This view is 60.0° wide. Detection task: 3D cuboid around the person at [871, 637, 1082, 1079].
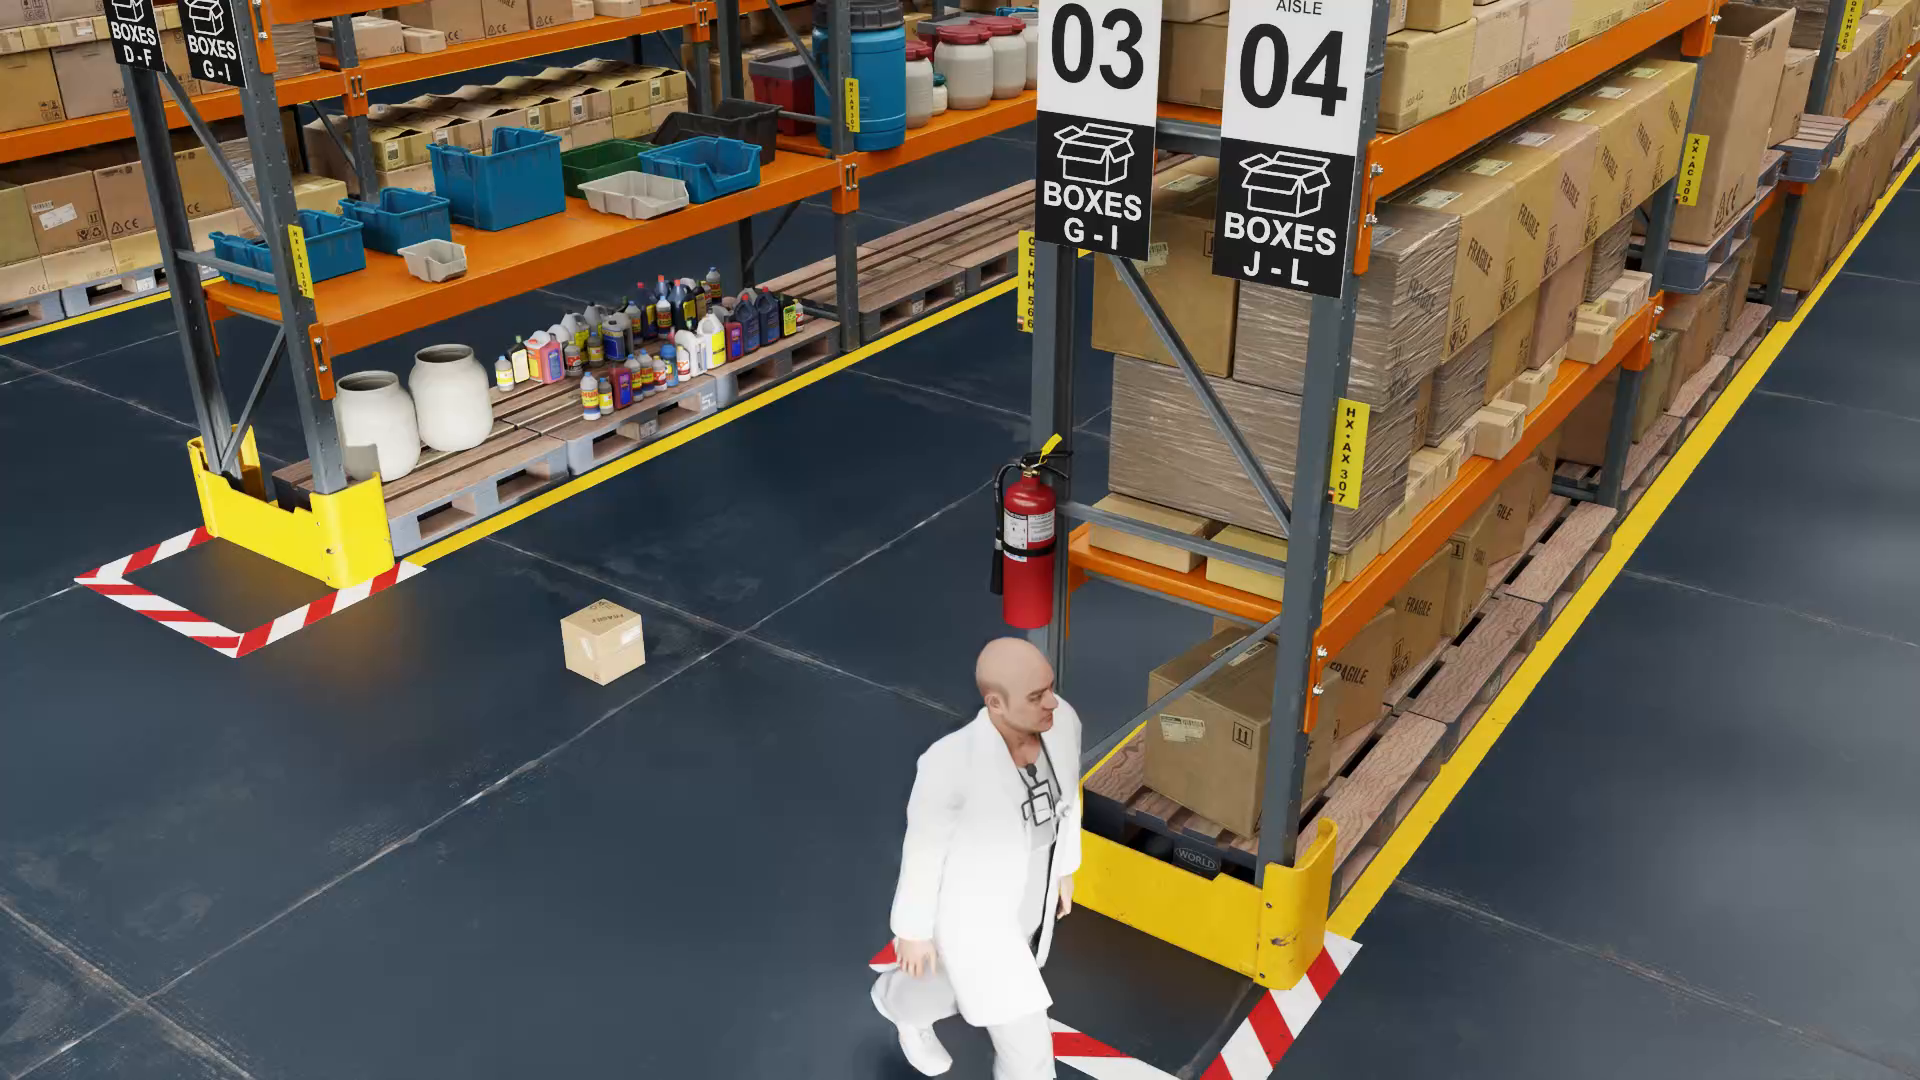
[{"bbox_3d":[0.087,0.997,4.662,1.081,1.740,0.600,22,34,36],"label":"person"}]
